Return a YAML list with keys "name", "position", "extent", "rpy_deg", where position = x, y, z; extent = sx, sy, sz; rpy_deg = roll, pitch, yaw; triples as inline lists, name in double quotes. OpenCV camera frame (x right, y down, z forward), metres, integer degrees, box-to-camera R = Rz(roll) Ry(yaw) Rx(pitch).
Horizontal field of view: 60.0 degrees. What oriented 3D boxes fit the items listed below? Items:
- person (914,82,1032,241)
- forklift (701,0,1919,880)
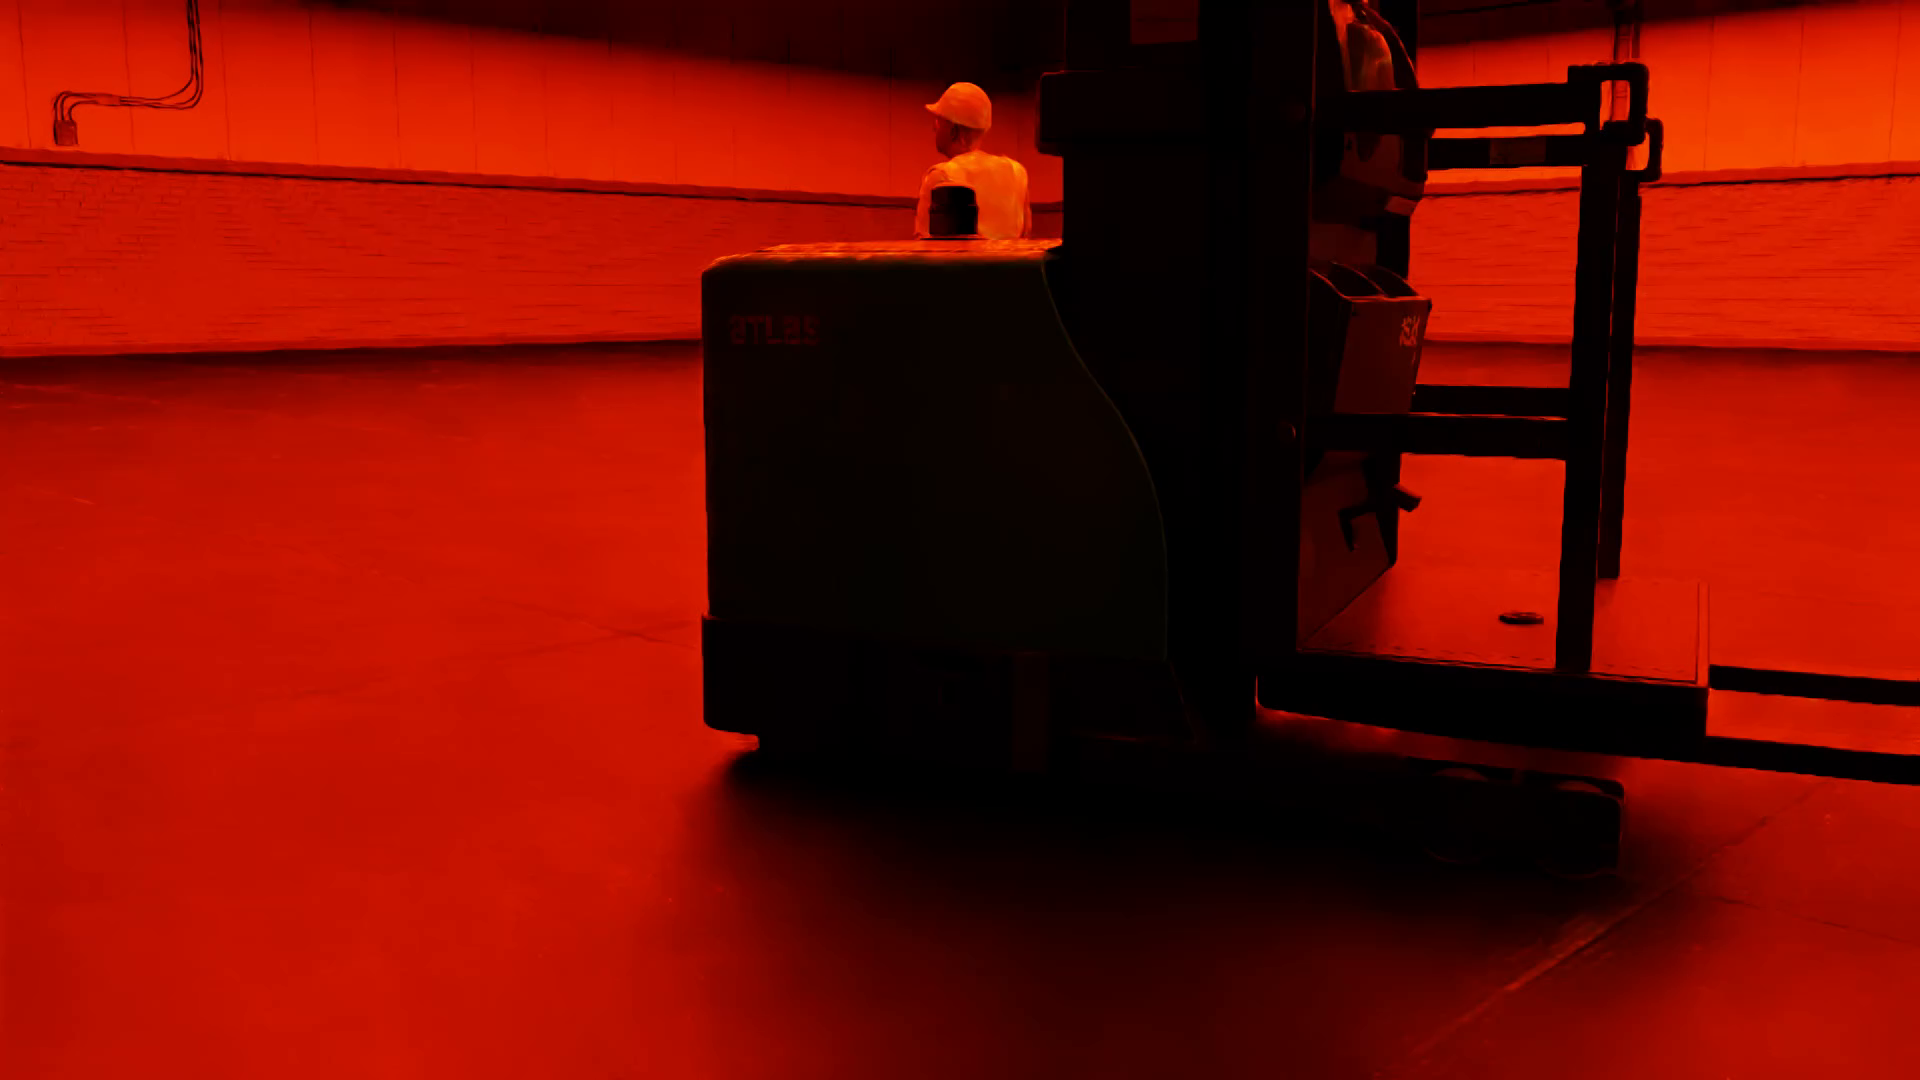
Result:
- name: "person"
  position: [-0.046, -0.894, 6.639]
  extent: [0.576, 1.777, 0.655]
  rpy_deg: [8, 12, 43]
- name: "forklift"
  position: [1.006, -0.957, 3.229]
  extent: [3.031, 2.935, 1.130]
  rpy_deg: [4, 9, 24]
